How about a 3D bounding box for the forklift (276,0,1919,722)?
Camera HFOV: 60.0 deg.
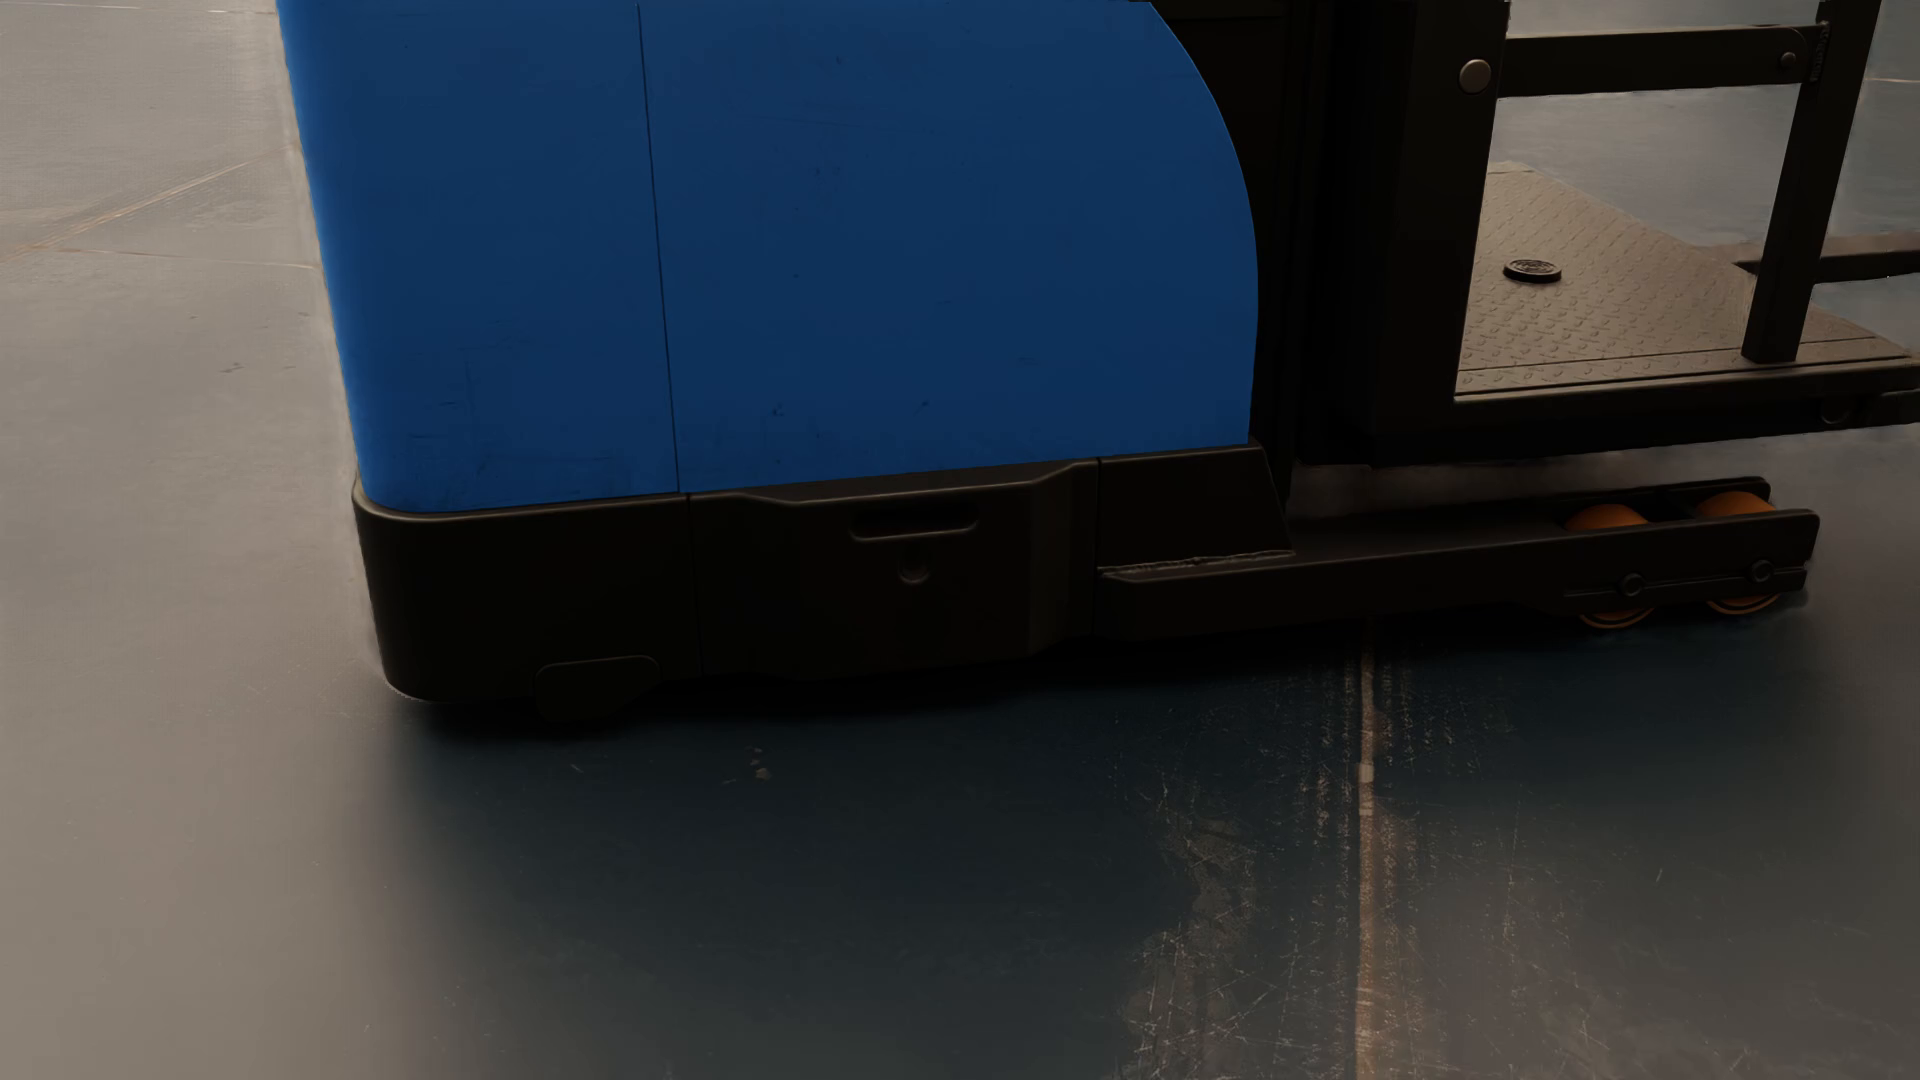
[{"bbox_3d":[0.691,-1.415,2.051,3.031,2.935,1.130,-5,27,-11],"label":"forklift"}]
